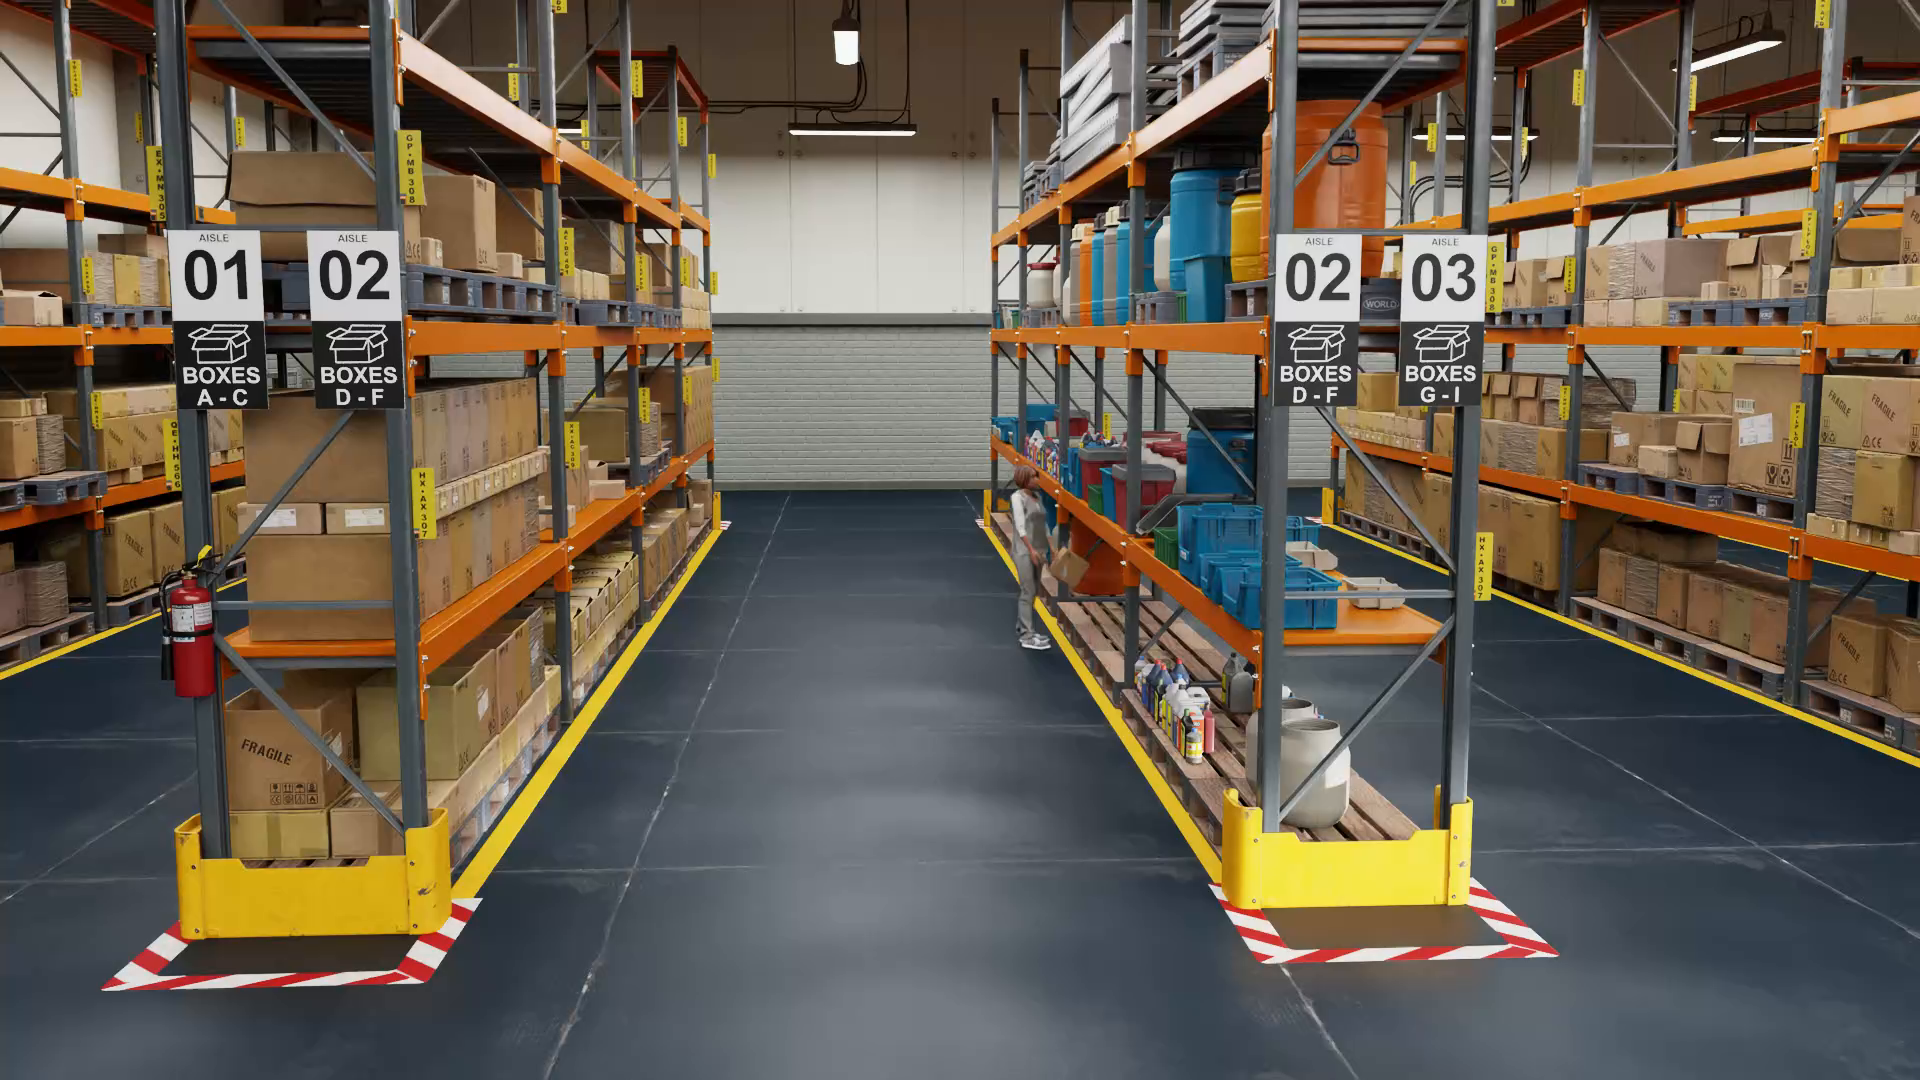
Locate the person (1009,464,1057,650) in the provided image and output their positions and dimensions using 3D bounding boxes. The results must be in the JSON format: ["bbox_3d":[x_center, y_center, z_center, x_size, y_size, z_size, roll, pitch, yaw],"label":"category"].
[{"bbox_3d":[0.681,0.137,14.596,0.455,1.600,0.456,5,8,33],"label":"person"}]
